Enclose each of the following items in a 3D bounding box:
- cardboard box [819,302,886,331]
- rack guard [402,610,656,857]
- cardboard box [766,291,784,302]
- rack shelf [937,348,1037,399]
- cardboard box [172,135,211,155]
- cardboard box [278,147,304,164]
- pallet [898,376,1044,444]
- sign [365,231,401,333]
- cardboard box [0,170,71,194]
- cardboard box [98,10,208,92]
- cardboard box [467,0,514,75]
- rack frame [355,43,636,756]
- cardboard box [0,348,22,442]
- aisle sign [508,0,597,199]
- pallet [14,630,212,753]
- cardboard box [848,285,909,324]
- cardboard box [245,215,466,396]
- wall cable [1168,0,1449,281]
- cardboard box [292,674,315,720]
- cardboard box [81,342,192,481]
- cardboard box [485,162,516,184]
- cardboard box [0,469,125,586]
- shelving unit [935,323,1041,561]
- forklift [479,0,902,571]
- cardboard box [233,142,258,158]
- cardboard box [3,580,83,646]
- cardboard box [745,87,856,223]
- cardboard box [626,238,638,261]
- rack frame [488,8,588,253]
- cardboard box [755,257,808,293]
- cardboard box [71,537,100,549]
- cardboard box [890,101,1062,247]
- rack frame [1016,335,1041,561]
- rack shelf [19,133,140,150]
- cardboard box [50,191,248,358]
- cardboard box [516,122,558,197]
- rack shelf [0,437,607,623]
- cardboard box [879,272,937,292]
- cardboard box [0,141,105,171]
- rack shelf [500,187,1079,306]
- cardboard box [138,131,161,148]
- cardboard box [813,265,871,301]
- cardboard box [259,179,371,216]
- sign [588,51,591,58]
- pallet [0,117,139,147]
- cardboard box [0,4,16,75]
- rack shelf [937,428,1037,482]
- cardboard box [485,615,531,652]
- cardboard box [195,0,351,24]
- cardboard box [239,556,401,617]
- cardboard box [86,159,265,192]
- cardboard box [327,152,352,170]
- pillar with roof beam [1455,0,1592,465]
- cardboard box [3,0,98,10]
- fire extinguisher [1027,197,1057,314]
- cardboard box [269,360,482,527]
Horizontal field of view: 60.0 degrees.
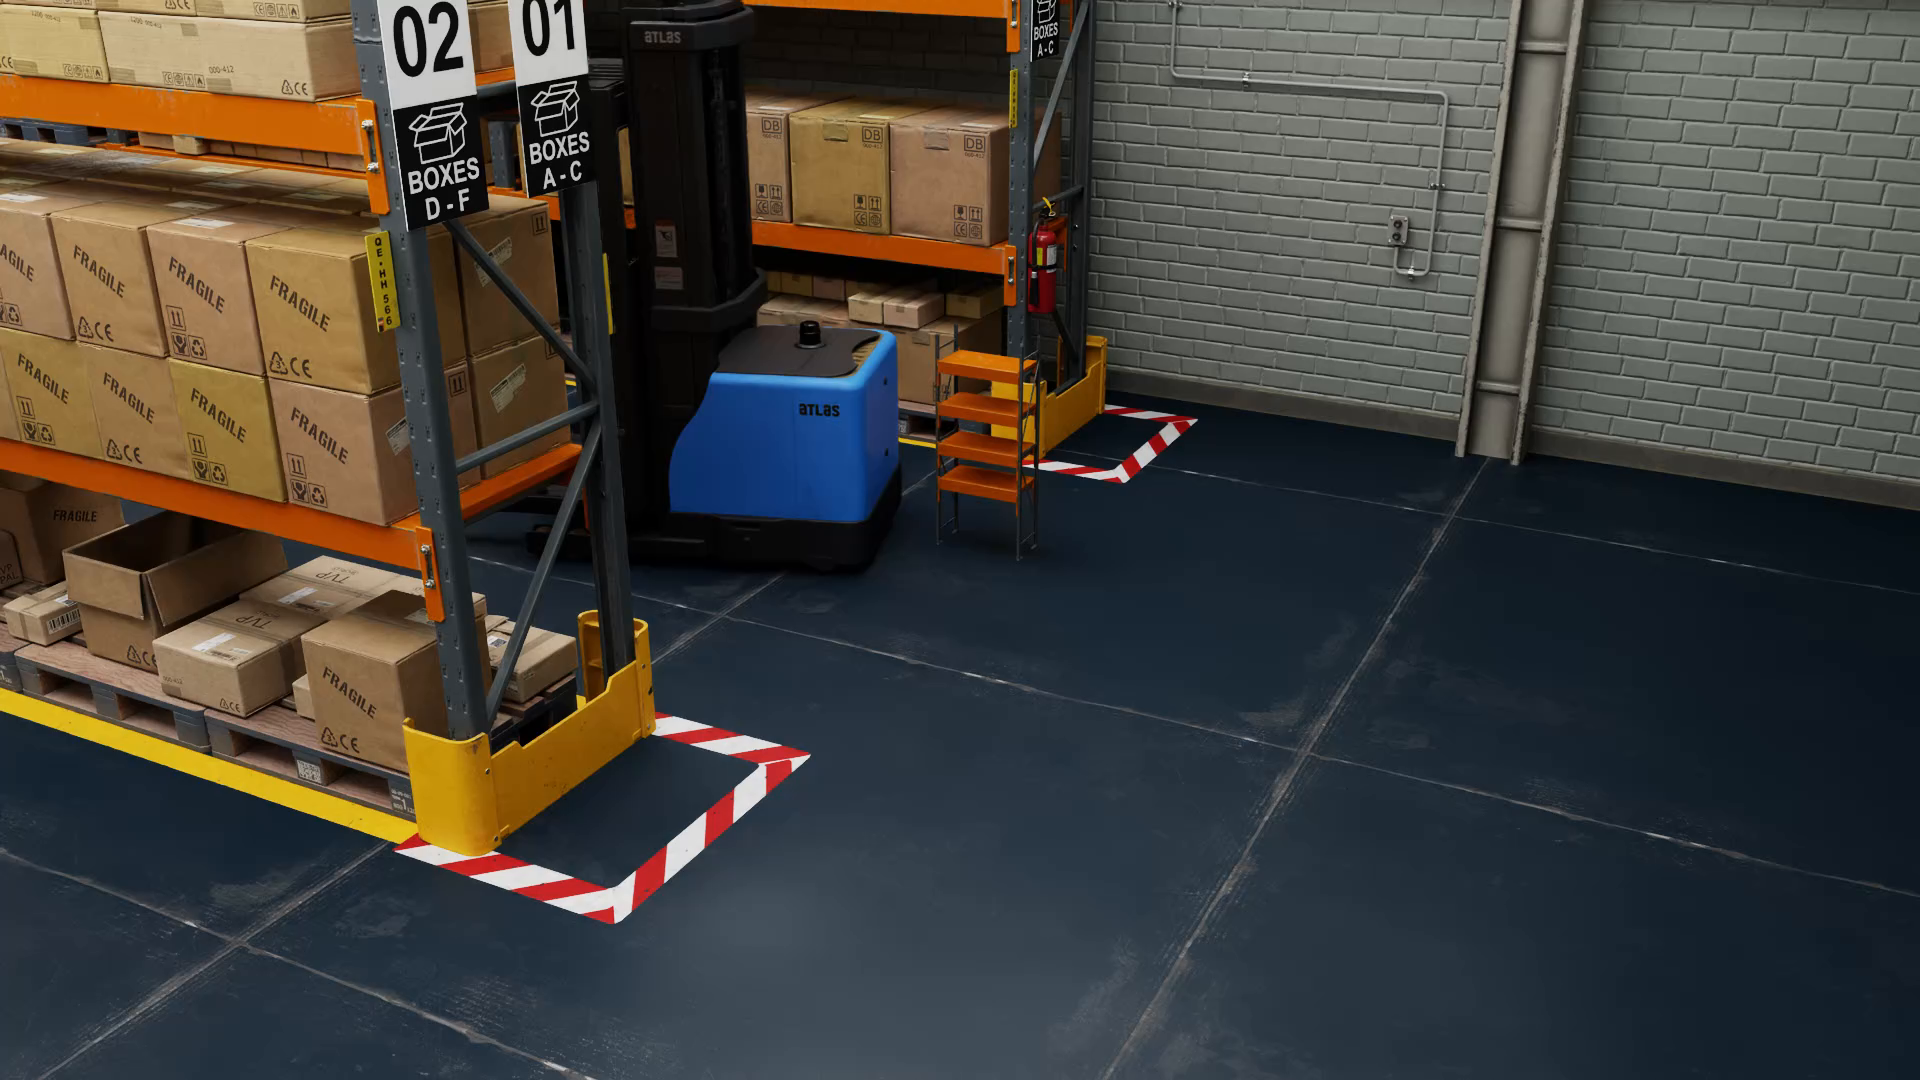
[{"bbox_3d":[-0.546,-1.326,11.193,0.500,0.500,0.700,11,25,24],"label":"cardboard box"},{"bbox_3d":[-1.729,0.761,6.821,0.348,0.500,1.175,11,25,25],"label":"rack guard"},{"bbox_3d":[-1.475,-1.506,11.617,0.500,0.500,0.700,12,26,26],"label":"cardboard box"},{"bbox_3d":[0.148,-0.885,8.793,0.480,0.148,0.258,11,25,25],"label":"rack shelf"},{"bbox_3d":[-5.960,-3.149,13.118,0.250,0.149,0.380,12,26,26],"label":"cardboard box"},{"bbox_3d":[-5.006,-3.006,12.782,0.250,0.149,0.380,11,26,25],"label":"cardboard box"},{"bbox_3d":[-0.179,-0.937,11.183,1.213,0.211,1.003,11,25,25],"label":"pallet"},{"bbox_3d":[-1.930,-0.863,5.564,0.005,0.325,0.100,11,25,25],"label":"sign"},{"bbox_3d":[-4.019,-1.224,6.891,0.500,0.500,0.500,10,25,23],"label":"cardboard box"},{"bbox_3d":[-2.680,-1.777,5.956,0.500,0.250,0.500,11,25,25],"label":"cardboard box"},{"bbox_3d":[-2.005,-1.866,6.164,0.500,0.250,0.500,11,25,25],"label":"cardboard box"},{"bbox_3d":[-1.662,-0.375,6.300,0.127,3.000,1.000,11,25,25],"label":"rack frame"},{"bbox_3d":[-3.996,-0.764,7.086,0.500,0.500,0.500,11,25,24],"label":"cardboard box"},{"bbox_3d":[-1.468,-1.662,6.004,0.004,0.787,0.394,11,25,25],"label":"aisle sign"},{"bbox_3d":[-3.526,0.538,7.715,1.213,0.211,1.003,11,25,25],"label":"pallet"},{"bbox_3d":[-0.525,-1.540,10.867,0.250,0.149,0.380,12,26,26],"label":"cardboard box"},{"bbox_3d":[-2.183,-0.864,6.044,0.500,0.500,0.500,11,25,24],"label":"cardboard box"},{"bbox_3d":[2.140,-2.678,10.416,1.851,1.984,0.084,11,25,25],"label":"wall cable"},{"bbox_3d":[-2.579,0.613,7.034,0.250,0.166,0.380,11,25,25],"label":"cardboard box"},{"bbox_3d":[-3.091,-0.586,6.667,0.500,0.500,0.500,11,26,25],"label":"cardboard box"},{"bbox_3d":[-3.429,-2.667,11.984,0.250,0.149,0.380,11,26,25],"label":"cardboard box"},{"bbox_3d":[-4.595,-0.132,8.360,0.500,0.500,0.500,11,25,25],"label":"cardboard box"},{"bbox_3d":[0.148,-0.523,8.946,0.503,1.200,0.258,11,25,25],"label":"shelving unit"},{"bbox_3d":[-1.900,-1.441,8.892,3.031,2.935,1.130,4,23,8],"label":"forklift"},{"bbox_3d":[-5.444,-3.105,13.014,0.250,0.149,0.380,12,26,26],"label":"cardboard box"},{"bbox_3d":[-4.178,0.319,7.726,0.250,0.166,0.380,11,25,25],"label":"cardboard box"},{"bbox_3d":[-1.220,-2.593,11.131,0.700,0.700,0.980,10,25,22],"label":"cardboard box"},{"bbox_3d":[-2.418,-2.081,12.139,0.250,0.149,0.380,11,25,24],"label":"cardboard box"},{"bbox_3d":[-3.000,-2.812,12.030,0.127,3.000,1.000,11,25,25],"label":"rack frame"},{"bbox_3d":[-1.256,-1.852,11.601,0.250,0.149,0.380,11,25,24],"label":"cardboard box"},{"bbox_3d":[-3.926,0.087,8.086,0.500,0.311,0.500,11,25,25],"label":"cardboard box"},{"bbox_3d":[0.111,-2.331,10.514,0.700,0.700,0.980,12,26,27],"label":"cardboard box"},{"bbox_3d":[0.365,-0.480,8.845,0.015,1.200,0.240,11,25,25],"label":"rack frame"},{"bbox_3d":[-8.354,-3.541,14.663,4.000,0.370,1.077,11,25,25],"label":"rack shelf"},{"bbox_3d":[-3.099,-1.043,6.464,0.500,0.500,0.500,12,26,26],"label":"cardboard box"},{"bbox_3d":[-2.523,-2.849,11.733,0.700,0.700,0.980,12,26,25],"label":"cardboard box"},{"bbox_3d":[-3.446,-0.398,7.271,4.000,0.370,1.077,11,25,25],"label":"rack shelf"},{"bbox_3d":[-0.350,-1.673,11.180,0.250,0.149,0.380,11,26,25],"label":"cardboard box"},{"bbox_3d":[-4.205,-1.499,7.538,0.500,0.500,0.500,11,25,24],"label":"cardboard box"},{"bbox_3d":[-1.215,-2.128,11.341,4.000,0.370,1.077,11,25,25],"label":"rack shelf"},{"bbox_3d":[-6.380,-3.273,13.410,0.250,0.149,0.380,11,25,24],"label":"cardboard box"},{"bbox_3d":[-0.801,-1.762,11.390,0.250,0.149,0.380,12,26,25],"label":"cardboard box"},{"bbox_3d":[-2.409,-1.142,6.696,0.500,0.500,0.500,11,26,25],"label":"cardboard box"},{"bbox_3d":[-2.750,-3.441,12.302,0.005,0.325,0.100,11,25,25],"label":"sign"},{"bbox_3d":[-7.253,-3.519,13.937,1.003,0.211,1.213,11,25,25],"label":"pallet"},{"bbox_3d":[-3.571,-1.955,6.373,0.500,0.250,0.500,11,25,25],"label":"cardboard box"},{"bbox_3d":[0.148,-0.461,8.973,0.480,0.148,0.258,11,25,25],"label":"rack shelf"},{"bbox_3d":[-2.103,0.488,7.328,0.250,0.166,0.380,11,25,25],"label":"cardboard box"},{"bbox_3d":[-2.235,-1.918,5.648,0.500,0.250,0.500,11,25,25],"label":"cardboard box"},{"bbox_3d":[-2.911,0.316,7.626,0.500,0.250,0.500,11,25,25],"label":"cardboard box"},{"bbox_3d":[-3.307,-1.321,7.118,0.500,0.500,0.500,11,25,24],"label":"cardboard box"},{"bbox_3d":[-4.543,-2.907,12.547,0.250,0.149,0.380,10,25,23],"label":"cardboard box"},{"bbox_3d":[1.428,-3.189,5.249,0.400,9.000,9.100,11,25,25],"label":"pillar with roof beam"},{"bbox_3d":[-3.126,-2.096,6.066,0.500,0.250,0.500,11,25,25],"label":"cardboard box"},{"bbox_3d":[0.497,-1.711,10.016,0.183,0.674,0.296,11,25,25],"label":"fire extinguisher"},{"bbox_3d":[-2.184,-0.405,6.243,0.500,0.500,0.500,12,26,26],"label":"cardboard box"}]
